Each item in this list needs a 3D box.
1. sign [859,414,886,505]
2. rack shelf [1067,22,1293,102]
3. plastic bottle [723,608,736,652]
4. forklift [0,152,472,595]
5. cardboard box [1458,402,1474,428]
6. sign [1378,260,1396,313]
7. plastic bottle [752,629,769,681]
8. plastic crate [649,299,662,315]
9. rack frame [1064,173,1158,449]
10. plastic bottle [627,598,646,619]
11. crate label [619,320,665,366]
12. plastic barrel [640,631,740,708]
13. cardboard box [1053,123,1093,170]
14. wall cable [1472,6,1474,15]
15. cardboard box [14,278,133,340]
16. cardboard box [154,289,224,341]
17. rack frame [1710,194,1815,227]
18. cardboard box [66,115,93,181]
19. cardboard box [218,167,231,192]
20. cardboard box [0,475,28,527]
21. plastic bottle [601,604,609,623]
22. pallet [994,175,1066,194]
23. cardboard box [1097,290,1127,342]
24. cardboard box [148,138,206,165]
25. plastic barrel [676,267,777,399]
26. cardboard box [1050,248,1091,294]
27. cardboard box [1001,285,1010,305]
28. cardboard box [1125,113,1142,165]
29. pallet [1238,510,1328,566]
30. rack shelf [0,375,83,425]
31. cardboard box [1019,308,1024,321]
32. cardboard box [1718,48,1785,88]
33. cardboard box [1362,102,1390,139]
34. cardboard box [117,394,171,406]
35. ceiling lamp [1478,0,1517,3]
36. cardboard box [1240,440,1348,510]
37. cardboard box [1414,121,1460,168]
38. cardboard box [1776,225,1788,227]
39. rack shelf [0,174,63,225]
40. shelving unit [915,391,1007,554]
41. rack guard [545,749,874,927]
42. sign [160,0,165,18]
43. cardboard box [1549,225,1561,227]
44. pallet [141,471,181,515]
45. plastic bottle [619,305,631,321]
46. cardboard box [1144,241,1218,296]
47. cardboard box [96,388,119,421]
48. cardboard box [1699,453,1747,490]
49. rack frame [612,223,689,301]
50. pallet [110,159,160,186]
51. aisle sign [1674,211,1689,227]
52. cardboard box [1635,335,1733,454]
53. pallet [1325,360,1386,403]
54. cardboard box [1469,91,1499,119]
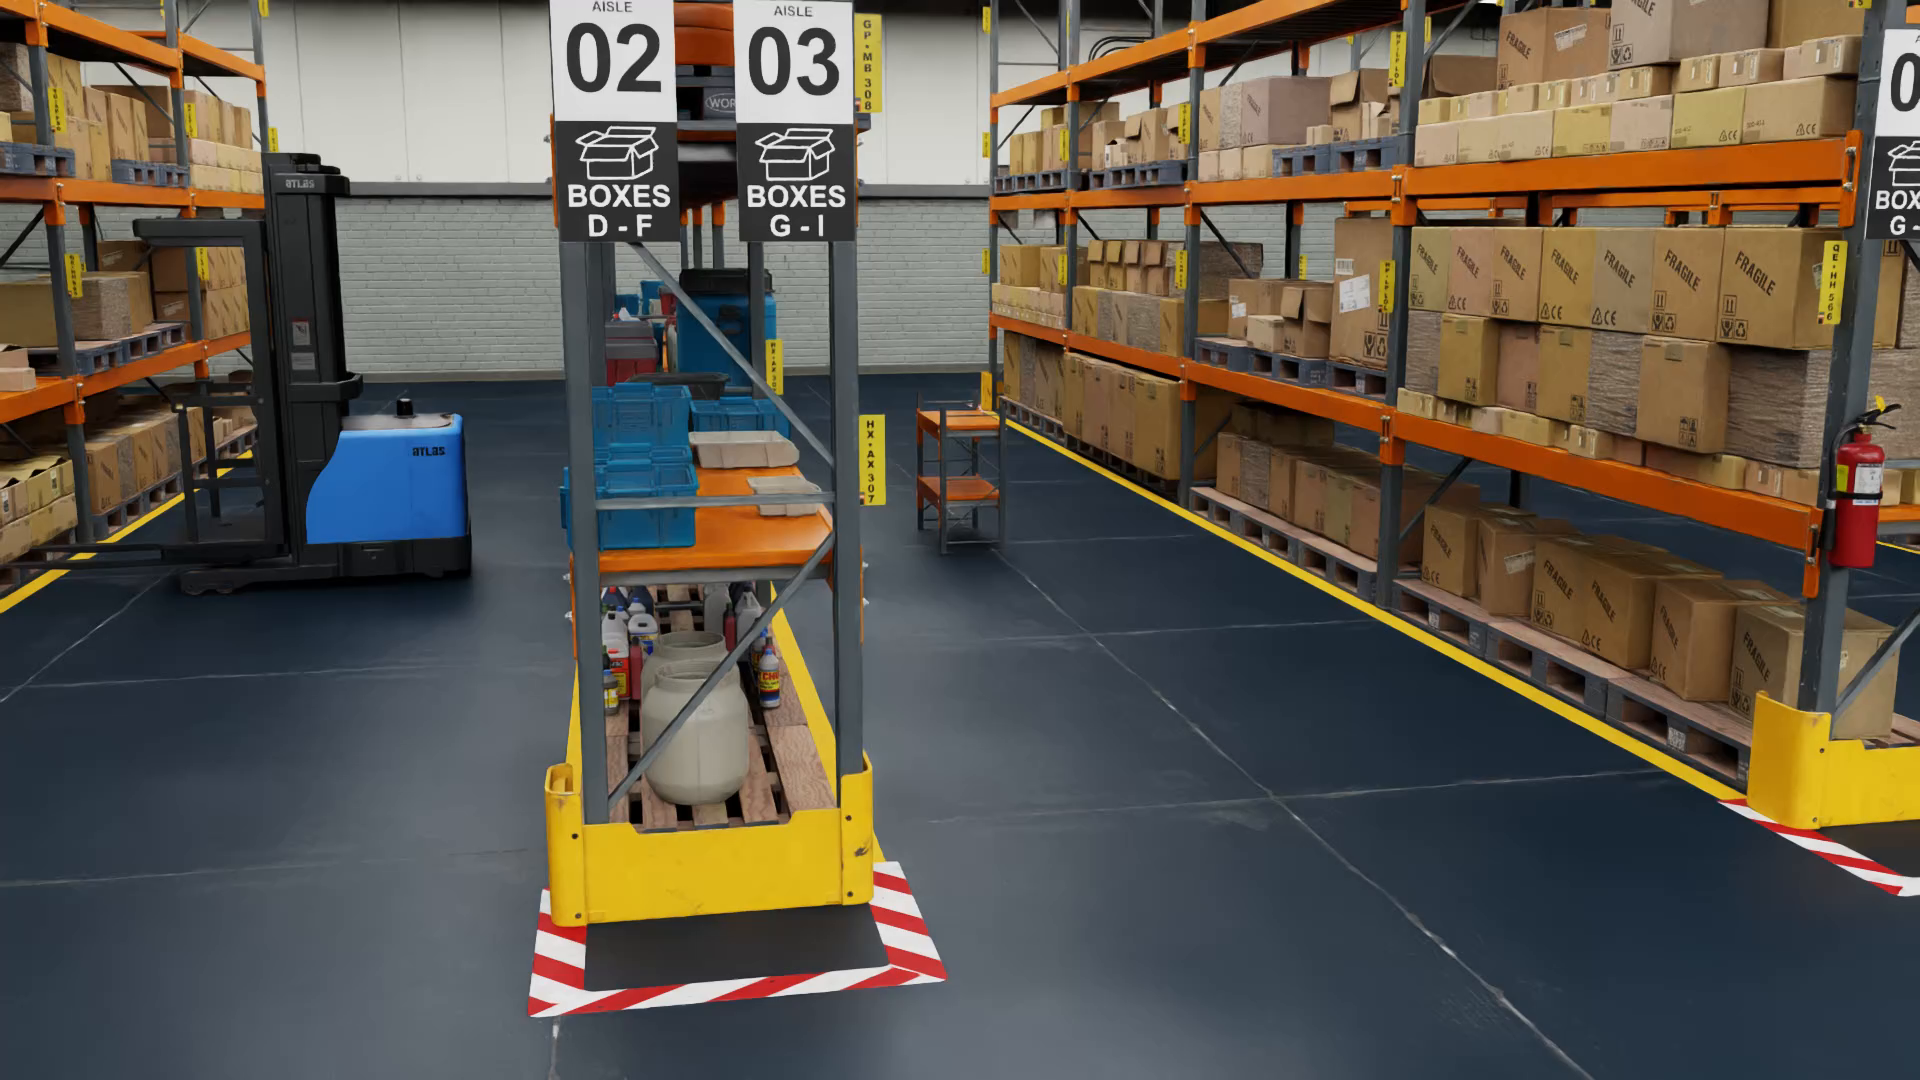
[{"bbox_3d":[-0.316,-0.285,5.934,0.100,0.325,0.005,-2,11,-11],"label":"sign"},{"bbox_3d":[2.057,-4.542,15.985,1.077,0.370,4.000,-2,11,-11],"label":"rack shelf"},{"bbox_3d":[-1.203,0.490,8.686,0.061,0.283,0.133,-2,11,-11],"label":"plastic bottle"},{"bbox_3d":[-5.046,-1.178,11.545,3.031,2.935,1.130,-3,11,-15],"label":"forklift"},{"bbox_3d":[3.140,-0.734,9.700,0.380,0.149,0.250,-2,11,-11],"label":"cardboard box"},{"bbox_3d":[2.680,-1.592,10.442,0.100,0.325,0.005,-2,11,-11],"label":"sign"},{"bbox_3d":[-0.990,0.569,8.306,0.097,0.271,0.097,0,11,0],"label":"plastic bottle"},{"bbox_3d":[-3.307,-2.589,18.934,0.437,0.282,0.530,-2,11,-11],"label":"plastic crate"},{"bbox_3d":[1.668,-2.511,18.368,1.000,3.000,0.127,-2,11,-11],"label":"rack frame"},{"bbox_3d":[-1.738,0.446,8.953,0.097,0.271,0.097,0,11,0],"label":"plastic bottle"},{"bbox_3d":[-2.485,-1.423,12.555,0.502,0.435,0.616,-2,11,-11],"label":"crate label"},{"bbox_3d":[-1.157,0.676,7.154,0.421,0.512,0.421,0,11,0],"label":"plastic barrel"},{"bbox_3d":[1.456,-4.431,18.772,0.700,0.500,0.500,-3,11,-14],"label":"cardboard box"},{"bbox_3d":[7.710,-10.476,28.123,2.355,3.000,0.029,-2,11,-11],"label":"wall cable"},{"bbox_3d":[-7.496,-1.960,14.079,0.700,0.500,0.500,0,11,0],"label":"cardboard box"},{"bbox_3d":[-7.882,-2.304,17.013,0.500,0.500,0.500,-2,11,-10],"label":"cardboard box"},{"bbox_3d":[7.330,-1.939,15.364,1.000,3.000,0.127,-2,11,-11],"label":"rack frame"},{"bbox_3d":[-7.489,-3.113,13.240,0.910,0.500,0.500,-2,11,-11],"label":"cardboard box"},{"bbox_3d":[-8.091,-3.833,17.693,0.500,0.250,0.500,-2,11,-11],"label":"cardboard box"},{"bbox_3d":[-6.726,-0.274,11.346,0.500,0.311,0.500,-2,11,-11],"label":"cardboard box"},{"bbox_3d":[-1.857,0.484,8.720,0.061,0.283,0.133,-2,11,-8],"label":"plastic bottle"},{"bbox_3d":[1.044,-4.539,21.238,1.003,0.211,1.213,-2,11,-11],"label":"pallet"},{"bbox_3d":[1.707,-2.283,16.901,0.500,0.500,0.500,-2,11,-12],"label":"cardboard box"},{"bbox_3d":[-7.901,-3.895,16.682,0.500,0.250,0.500,-2,11,-11],"label":"cardboard box"},{"bbox_3d":[-1.413,-1.192,10.096,0.600,0.901,0.708,-2,11,-11],"label":"plastic barrel"},{"bbox_3d":[1.316,-3.027,18.676,0.500,0.500,0.500,-2,11,-9],"label":"cardboard box"},{"bbox_3d":[0.826,-3.124,21.195,0.500,0.250,0.500,-2,11,-12],"label":"cardboard box"},{"bbox_3d":[2.027,-3.882,16.149,0.797,0.503,0.637,-2,11,-12],"label":"cardboard box"},{"bbox_3d":[2.830,-0.041,12.848,1.003,0.211,1.213,-2,11,-11],"label":"pallet"},{"bbox_3d":[-6.883,-0.698,10.765,1.077,0.370,4.000,-2,11,-11],"label":"rack shelf"},{"bbox_3d":[0.935,-2.762,20.359,0.380,0.149,0.250,-2,11,-12],"label":"cardboard box"},{"bbox_3d":[3.545,-2.044,7.225,0.380,0.149,0.250,-3,11,-13],"label":"cardboard box"},{"bbox_3d":[2.943,-2.827,11.239,0.396,0.266,0.258,-2,11,-9],"label":"cardboard box"},{"bbox_3d":[-8.439,-1.234,17.166,0.500,0.500,0.500,-2,11,-11],"label":"cardboard box"},{"bbox_3d":[7.710,-9.824,25.132,2.000,3.185,0.800,-2,11,-11],"label":"ceiling lamp"},{"bbox_3d":[2.716,-0.542,13.532,0.700,0.500,0.500,-3,11,-16],"label":"cardboard box"},{"bbox_3d":[3.060,-2.352,9.910,0.500,0.250,0.500,-3,11,-13],"label":"cardboard box"},{"bbox_3d":[10.830,-4.012,21.578,0.380,0.149,0.250,-2,11,-12],"label":"cardboard box"},{"bbox_3d":[-6.883,-2.171,10.484,1.077,0.370,4.000,-2,11,-11],"label":"rack shelf"},{"bbox_3d":[-0.001,-0.554,13.098,0.538,1.125,1.048,-2,11,-11],"label":"shelving unit"},{"bbox_3d":[-0.918,1.085,6.157,1.175,0.500,0.348,-2,11,-11],"label":"rack guard"},{"bbox_3d":[-9.361,-6.310,19.574,0.100,0.325,0.005,-2,11,-11],"label":"sign"},{"bbox_3d":[6.704,-3.451,19.569,0.500,0.500,0.500,-2,11,-10],"label":"cardboard box"},{"bbox_3d":[-7.614,-0.410,14.785,1.003,0.211,1.213,-2,11,-11],"label":"pallet"},{"bbox_3d":[-3.432,-2.223,16.986,0.144,0.351,0.185,-2,11,-11],"label":"plastic bottle"},{"bbox_3d":[2.195,-2.574,15.747,0.797,0.503,0.637,-2,11,-10],"label":"cardboard box"},{"bbox_3d":[-8.001,-1.227,15.125,0.500,0.250,0.500,-2,11,-11],"label":"cardboard box"},{"bbox_3d":[3.596,-0.322,7.536,0.380,0.149,0.250,-2,11,-11],"label":"cardboard box"},{"bbox_3d":[-3.969,-3.065,21.276,1.000,3.000,0.127,-2,11,-11],"label":"rack frame"},{"bbox_3d":[-7.788,-3.221,14.576,1.213,0.211,1.003,-2,11,-11],"label":"pallet"},{"bbox_3d":[10.312,-4.885,23.887,0.394,0.787,0.004,-2,11,-11],"label":"aisle sign"},{"bbox_3d":[3.706,-0.695,7.762,0.875,0.500,0.500,-2,11,-11],"label":"cardboard box"},{"bbox_3d":[3.218,-1.095,11.441,1.003,0.211,1.213,-2,11,-11],"label":"pallet"},{"bbox_3d":[3.135,-2.472,9.473,0.380,0.149,0.250,-2,11,-11],"label":"cardboard box"}]
